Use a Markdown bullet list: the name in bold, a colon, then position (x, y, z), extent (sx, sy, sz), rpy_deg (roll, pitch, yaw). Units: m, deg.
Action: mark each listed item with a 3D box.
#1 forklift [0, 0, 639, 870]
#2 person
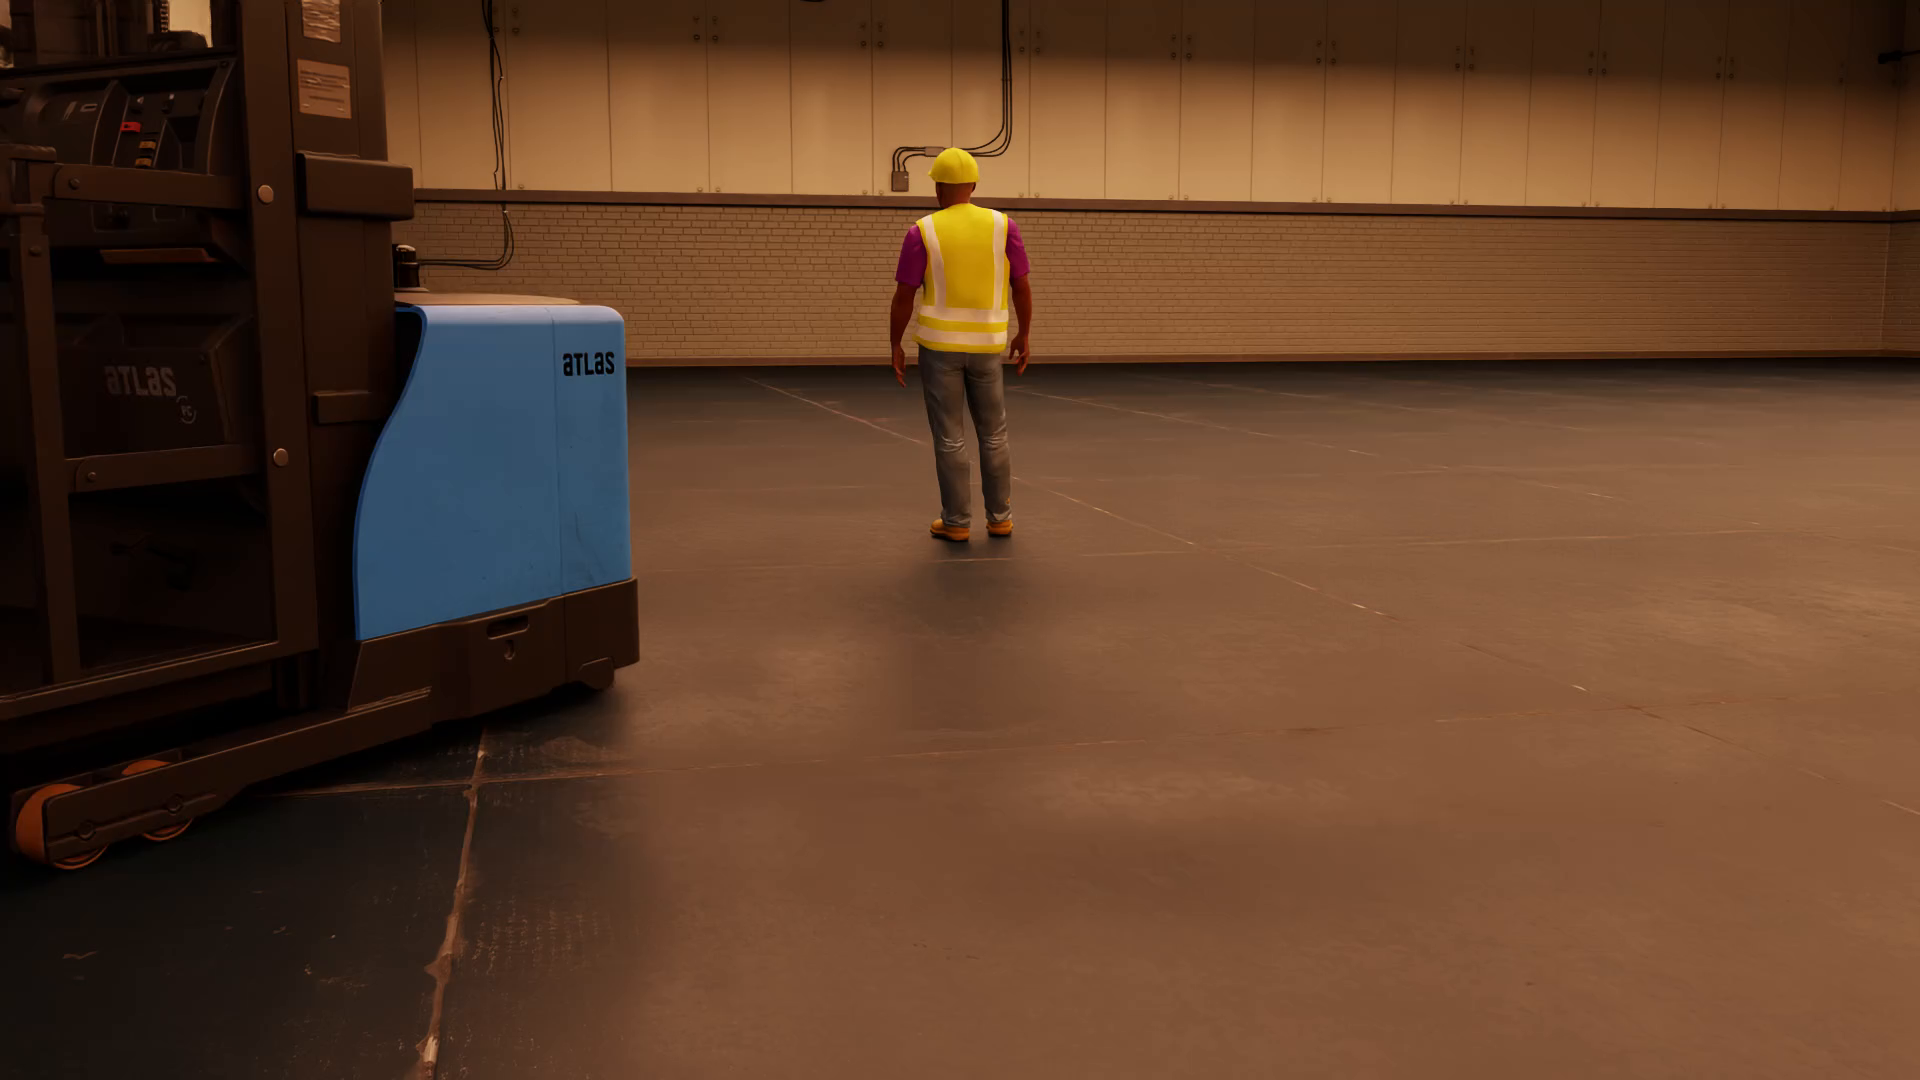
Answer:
- **forklift**: position (-2.036, -0.888, 3.483), extent (1.130, 2.935, 3.031), rpy_deg (4, 9, 27)
- **person**: position (-0.012, -0.891, 7.652), extent (0.666, 1.768, 0.575), rpy_deg (-2, 8, -13)
